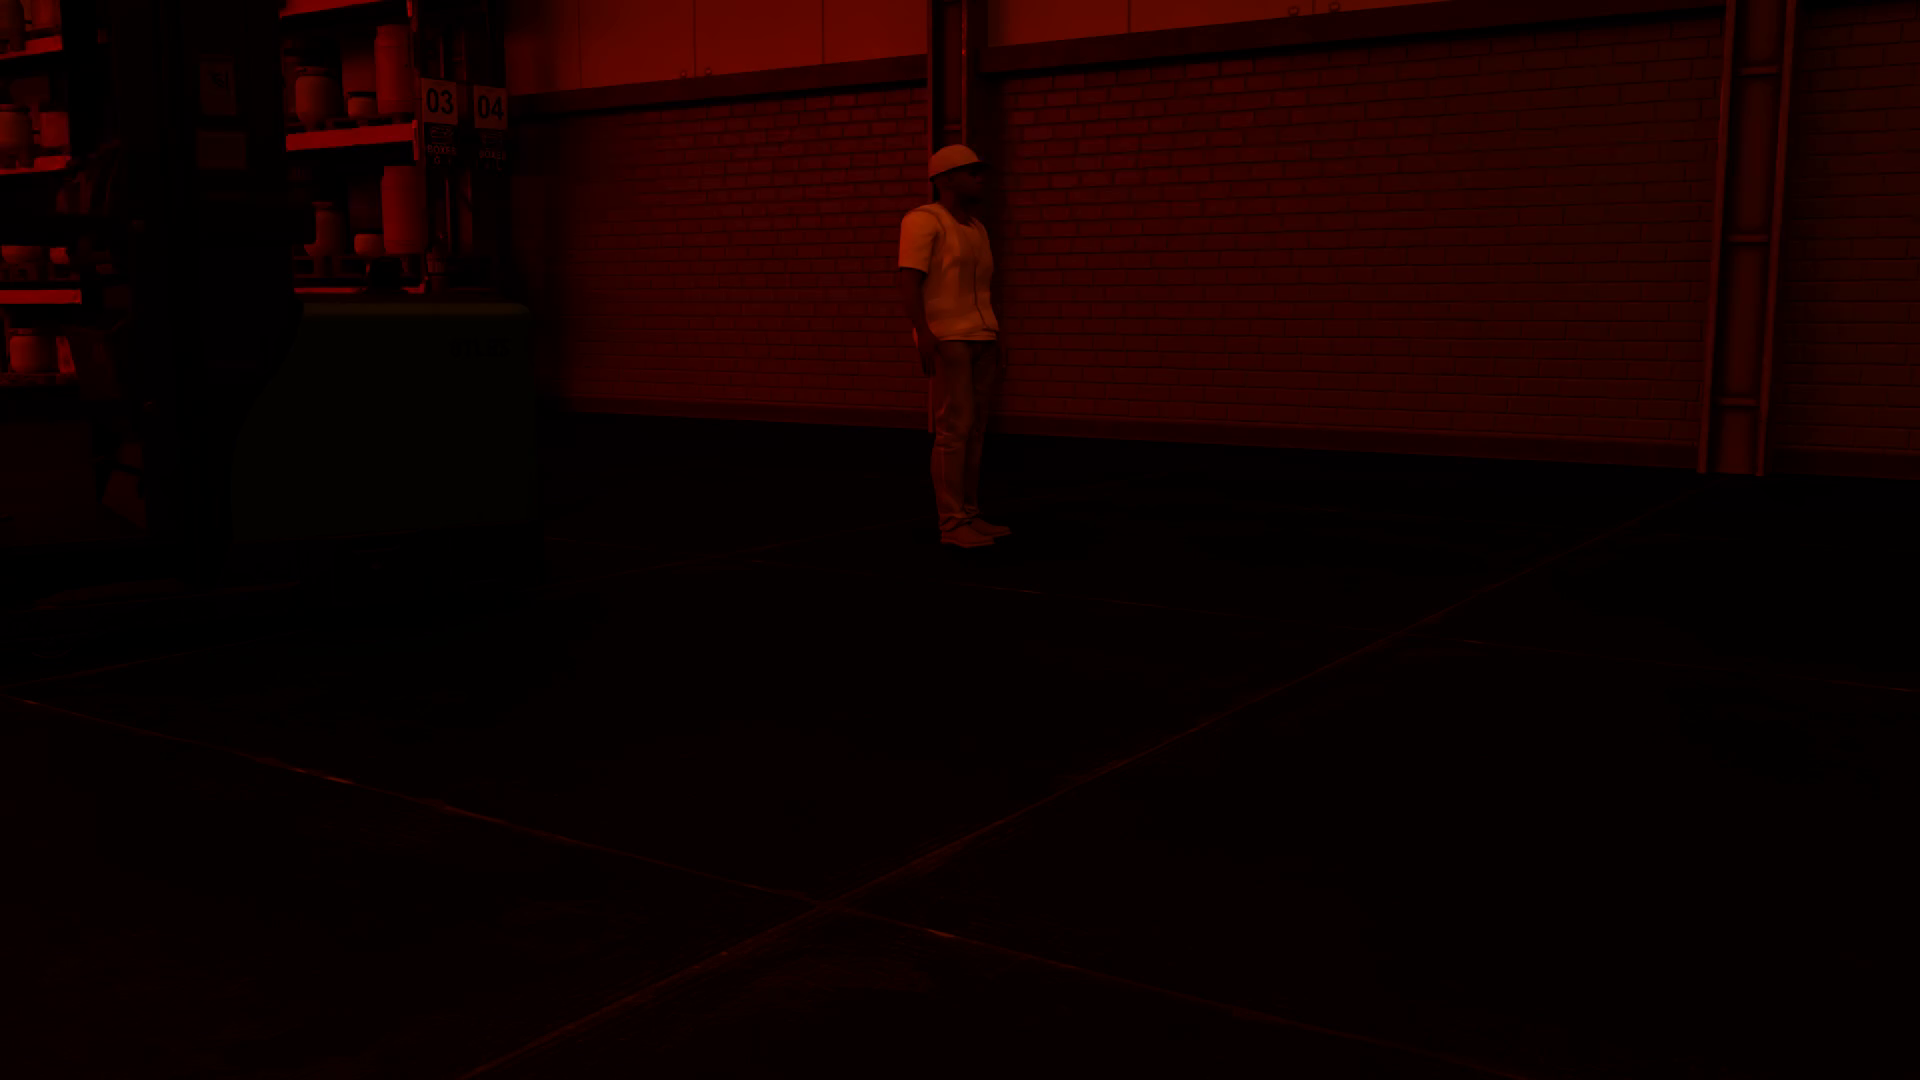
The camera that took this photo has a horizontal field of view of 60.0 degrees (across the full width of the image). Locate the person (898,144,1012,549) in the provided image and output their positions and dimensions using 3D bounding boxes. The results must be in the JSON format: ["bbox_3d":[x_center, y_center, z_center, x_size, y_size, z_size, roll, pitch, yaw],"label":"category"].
[{"bbox_3d":[0.055,-0.875,7.435,0.575,1.768,0.665,5,10,34],"label":"person"}]

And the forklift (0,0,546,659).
[{"bbox_3d":[-2.995,-1.158,5.333,3.031,2.935,1.130,-6,10,-34],"label":"forklift"}]
